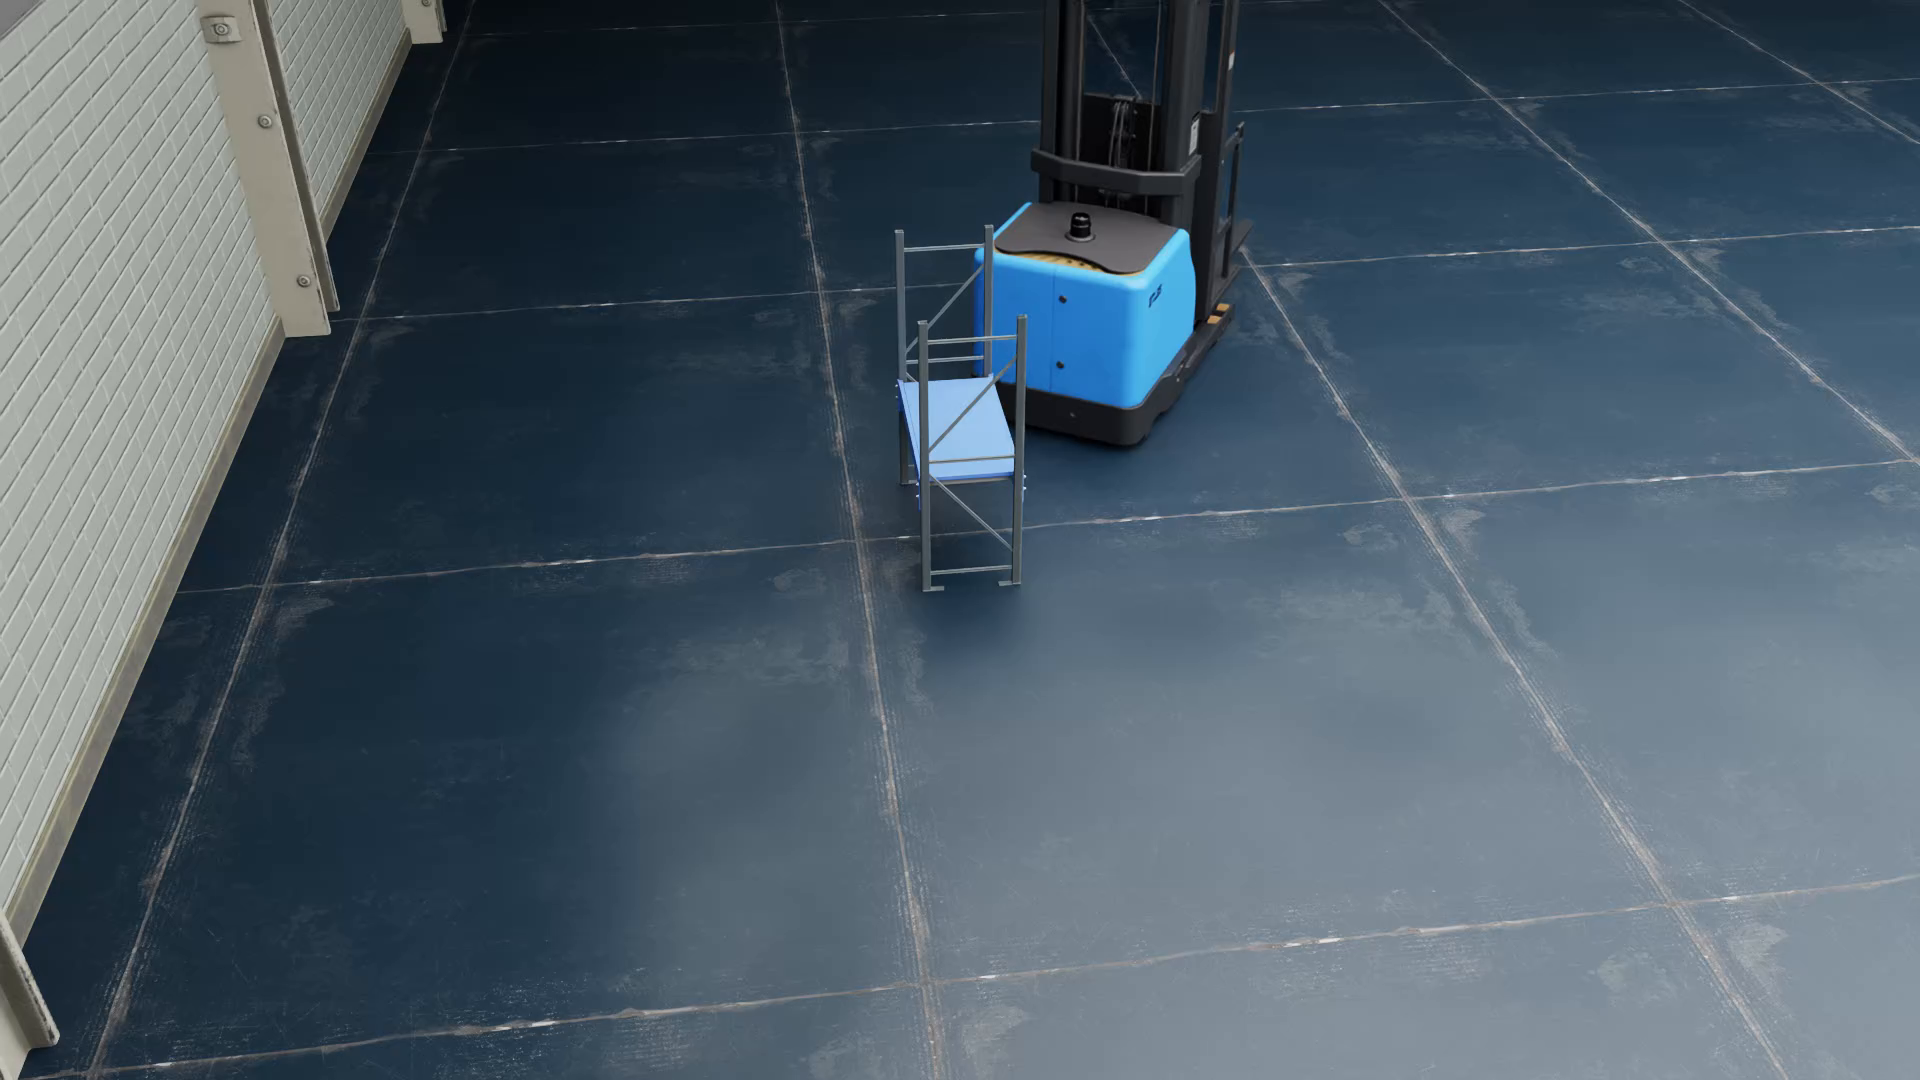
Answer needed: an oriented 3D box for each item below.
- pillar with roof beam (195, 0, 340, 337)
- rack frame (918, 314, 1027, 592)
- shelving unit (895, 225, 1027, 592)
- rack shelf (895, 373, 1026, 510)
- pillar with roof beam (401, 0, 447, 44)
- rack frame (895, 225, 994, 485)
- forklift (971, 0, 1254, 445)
[{"bbox_3d":[0.035,-5.463,8.776,9.100,9.000,0.400,-4,35,-6],"label":"pillar with roof beam"},{"bbox_3d":[0.057,-0.384,7.981,0.500,1.500,0.032,-4,35,-6],"label":"rack frame"},{"bbox_3d":[-0.011,-0.667,8.397,0.538,1.500,1.048,-4,35,-6],"label":"shelving unit"},{"bbox_3d":[-0.011,-0.519,8.499,0.538,0.185,1.000,-4,35,-6],"label":"rack shelf"},{"bbox_3d":[-0.772,-8.812,13.689,9.100,9.000,0.400,-4,35,-6],"label":"pillar with roof beam"},{"bbox_3d":[-0.080,-0.951,8.814,0.500,1.500,0.032,-4,35,-6],"label":"rack frame"},{"bbox_3d":[1.127,-2.565,9.912,1.130,2.935,3.031,14,37,20],"label":"forklift"}]
